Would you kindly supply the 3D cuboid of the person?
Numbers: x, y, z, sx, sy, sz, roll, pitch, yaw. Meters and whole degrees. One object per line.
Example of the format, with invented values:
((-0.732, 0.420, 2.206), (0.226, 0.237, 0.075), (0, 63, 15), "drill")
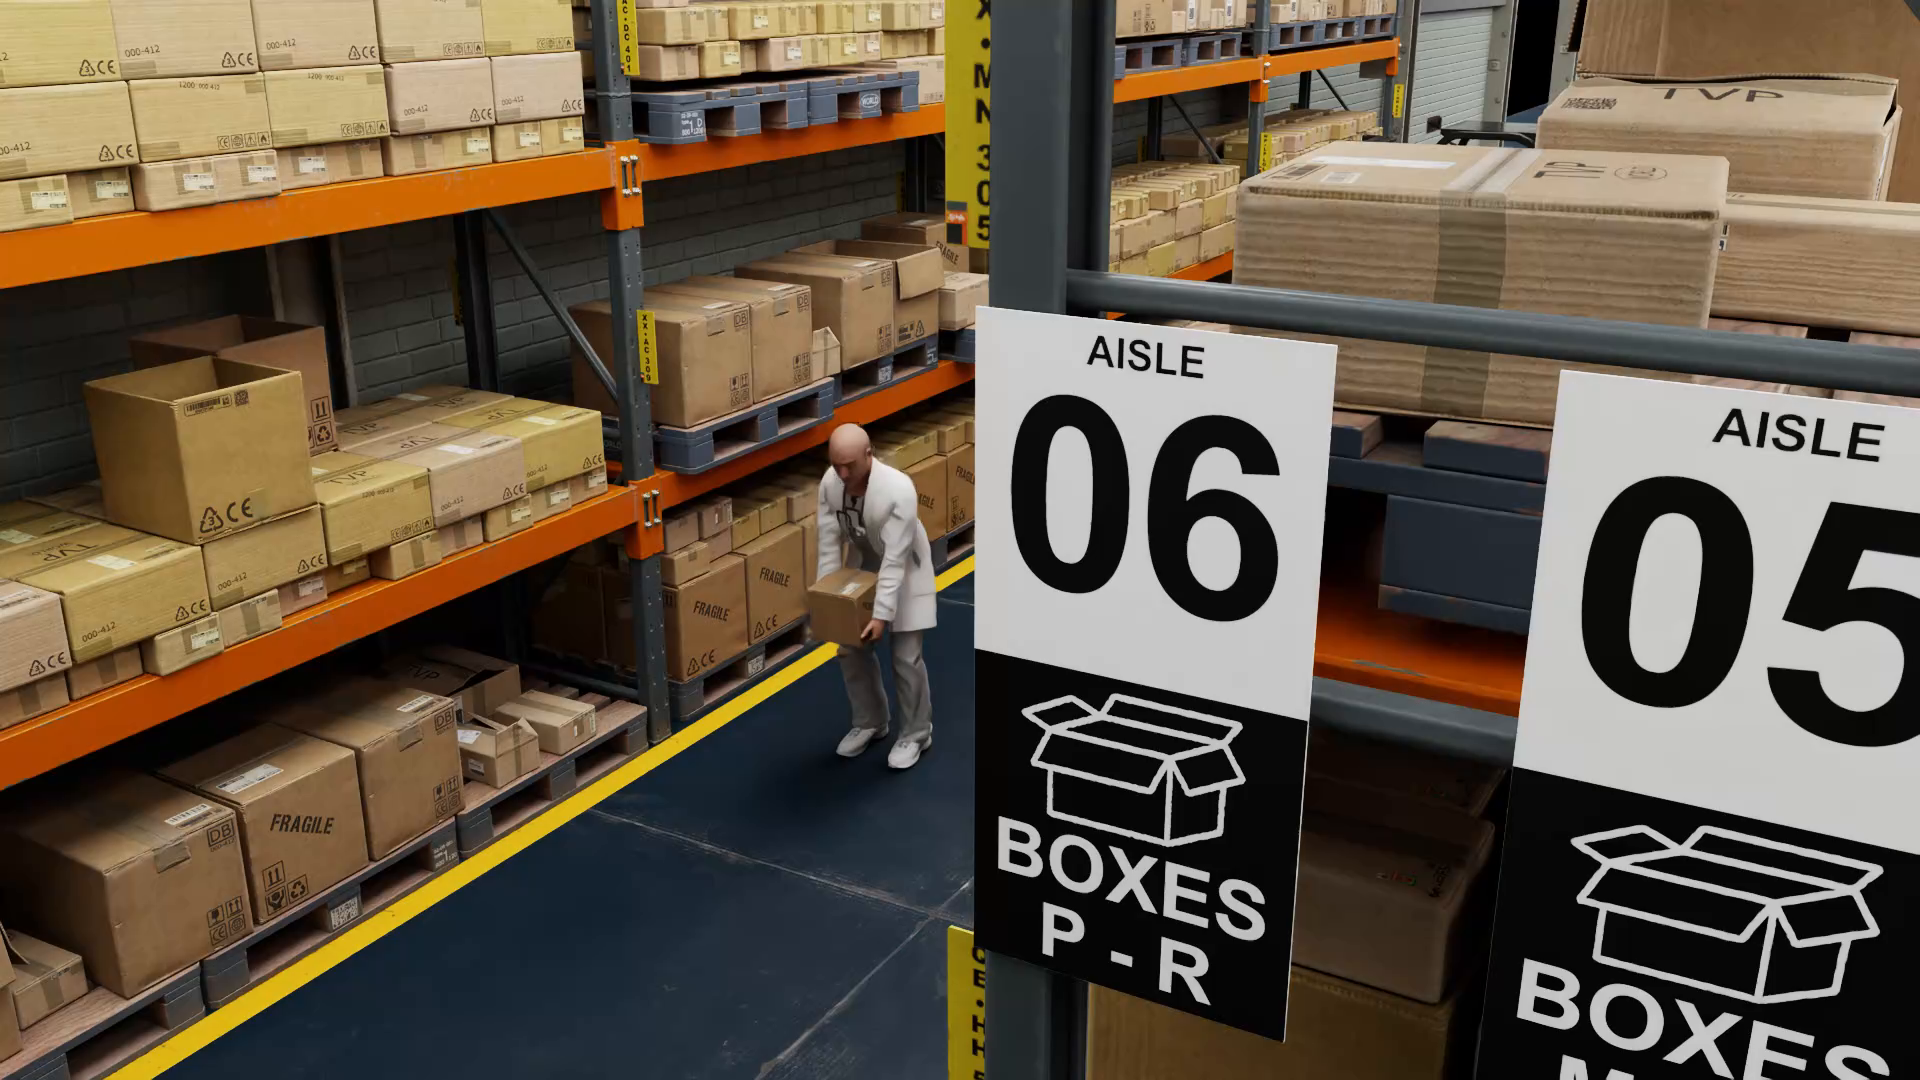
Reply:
((-0.397, 0.238, 7.564), (0.540, 1.680, 0.628), (10, 21, 27), "person")
